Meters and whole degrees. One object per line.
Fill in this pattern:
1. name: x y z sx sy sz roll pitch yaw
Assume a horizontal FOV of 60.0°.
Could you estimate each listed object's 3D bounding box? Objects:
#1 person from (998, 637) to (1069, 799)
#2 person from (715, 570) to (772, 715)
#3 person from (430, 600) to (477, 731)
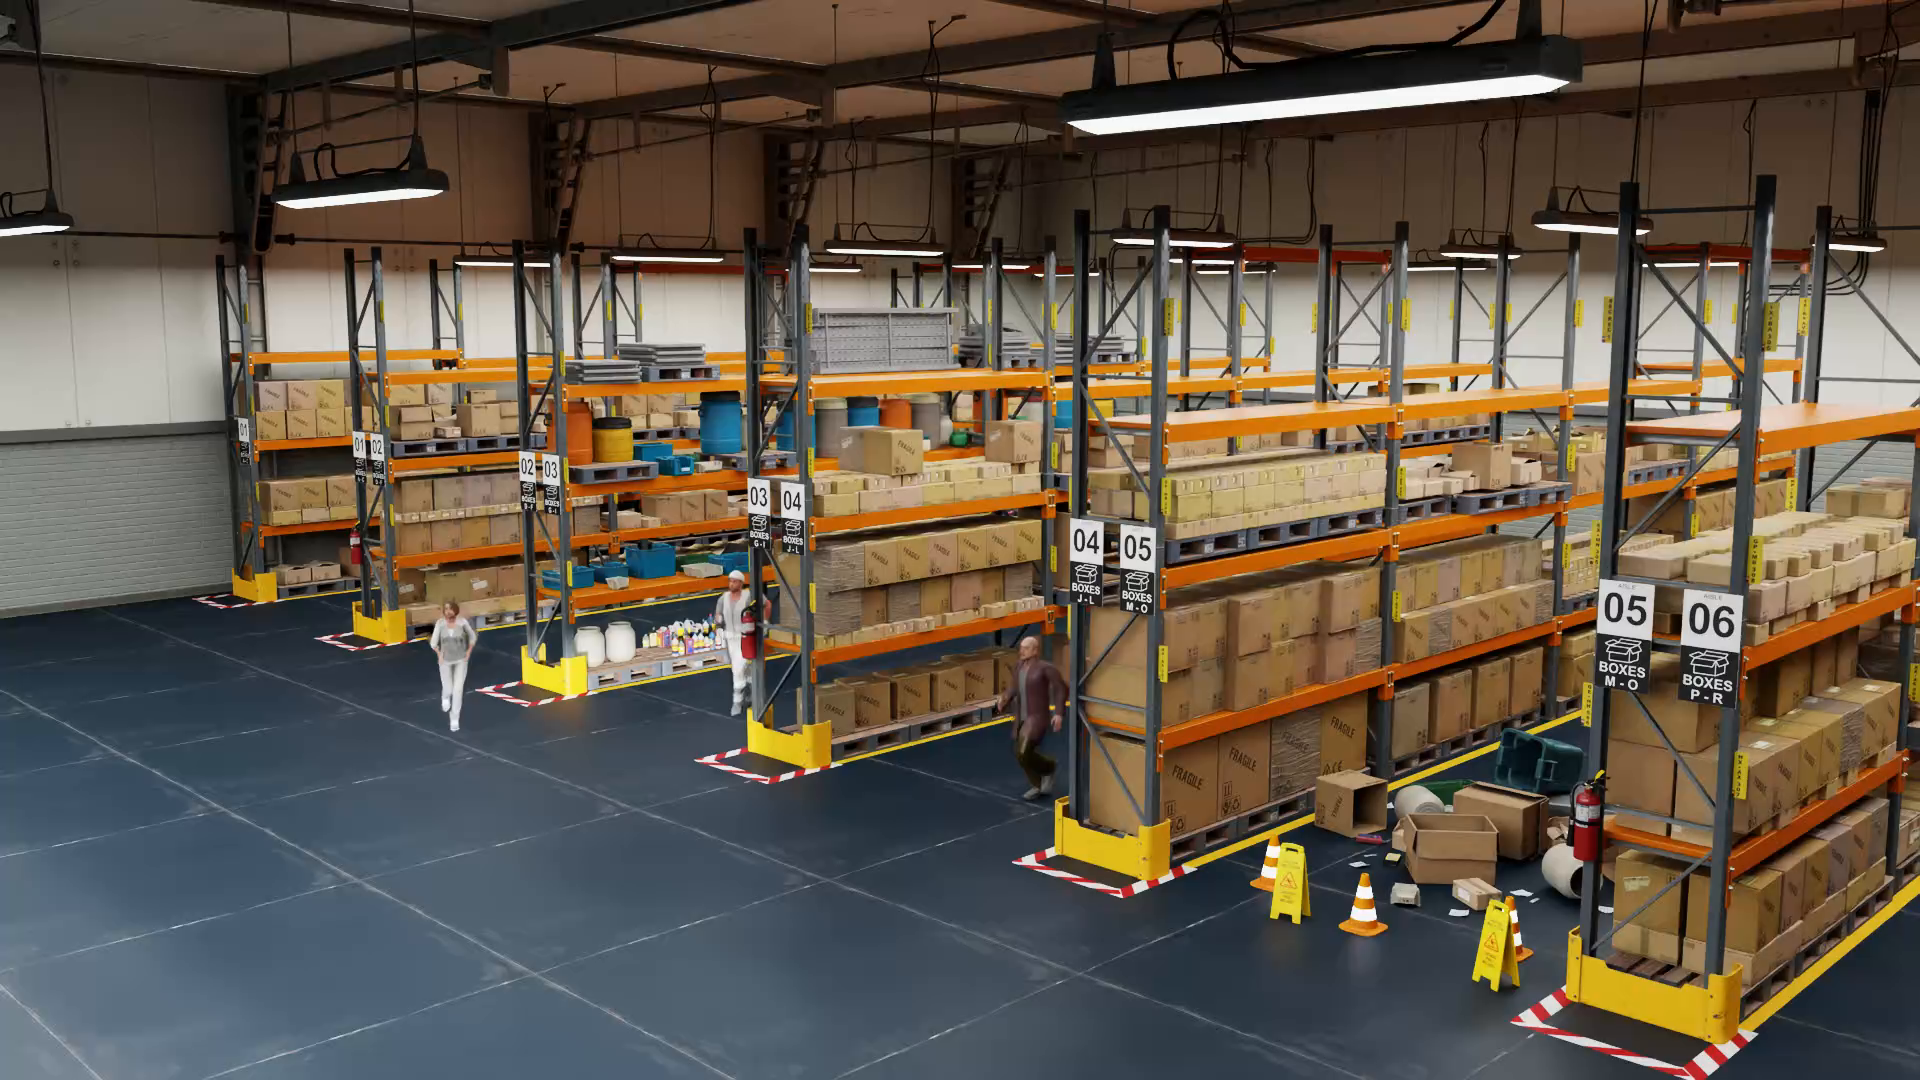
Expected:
1. person: 0.725 1.874 17.372 0.644 1.720 0.725 -7 11 -40
2. person: -2.788 1.300 21.220 0.660 1.864 0.806 4 9 26
3. person: -6.230 1.510 20.500 0.543 1.586 0.694 -2 8 -14
